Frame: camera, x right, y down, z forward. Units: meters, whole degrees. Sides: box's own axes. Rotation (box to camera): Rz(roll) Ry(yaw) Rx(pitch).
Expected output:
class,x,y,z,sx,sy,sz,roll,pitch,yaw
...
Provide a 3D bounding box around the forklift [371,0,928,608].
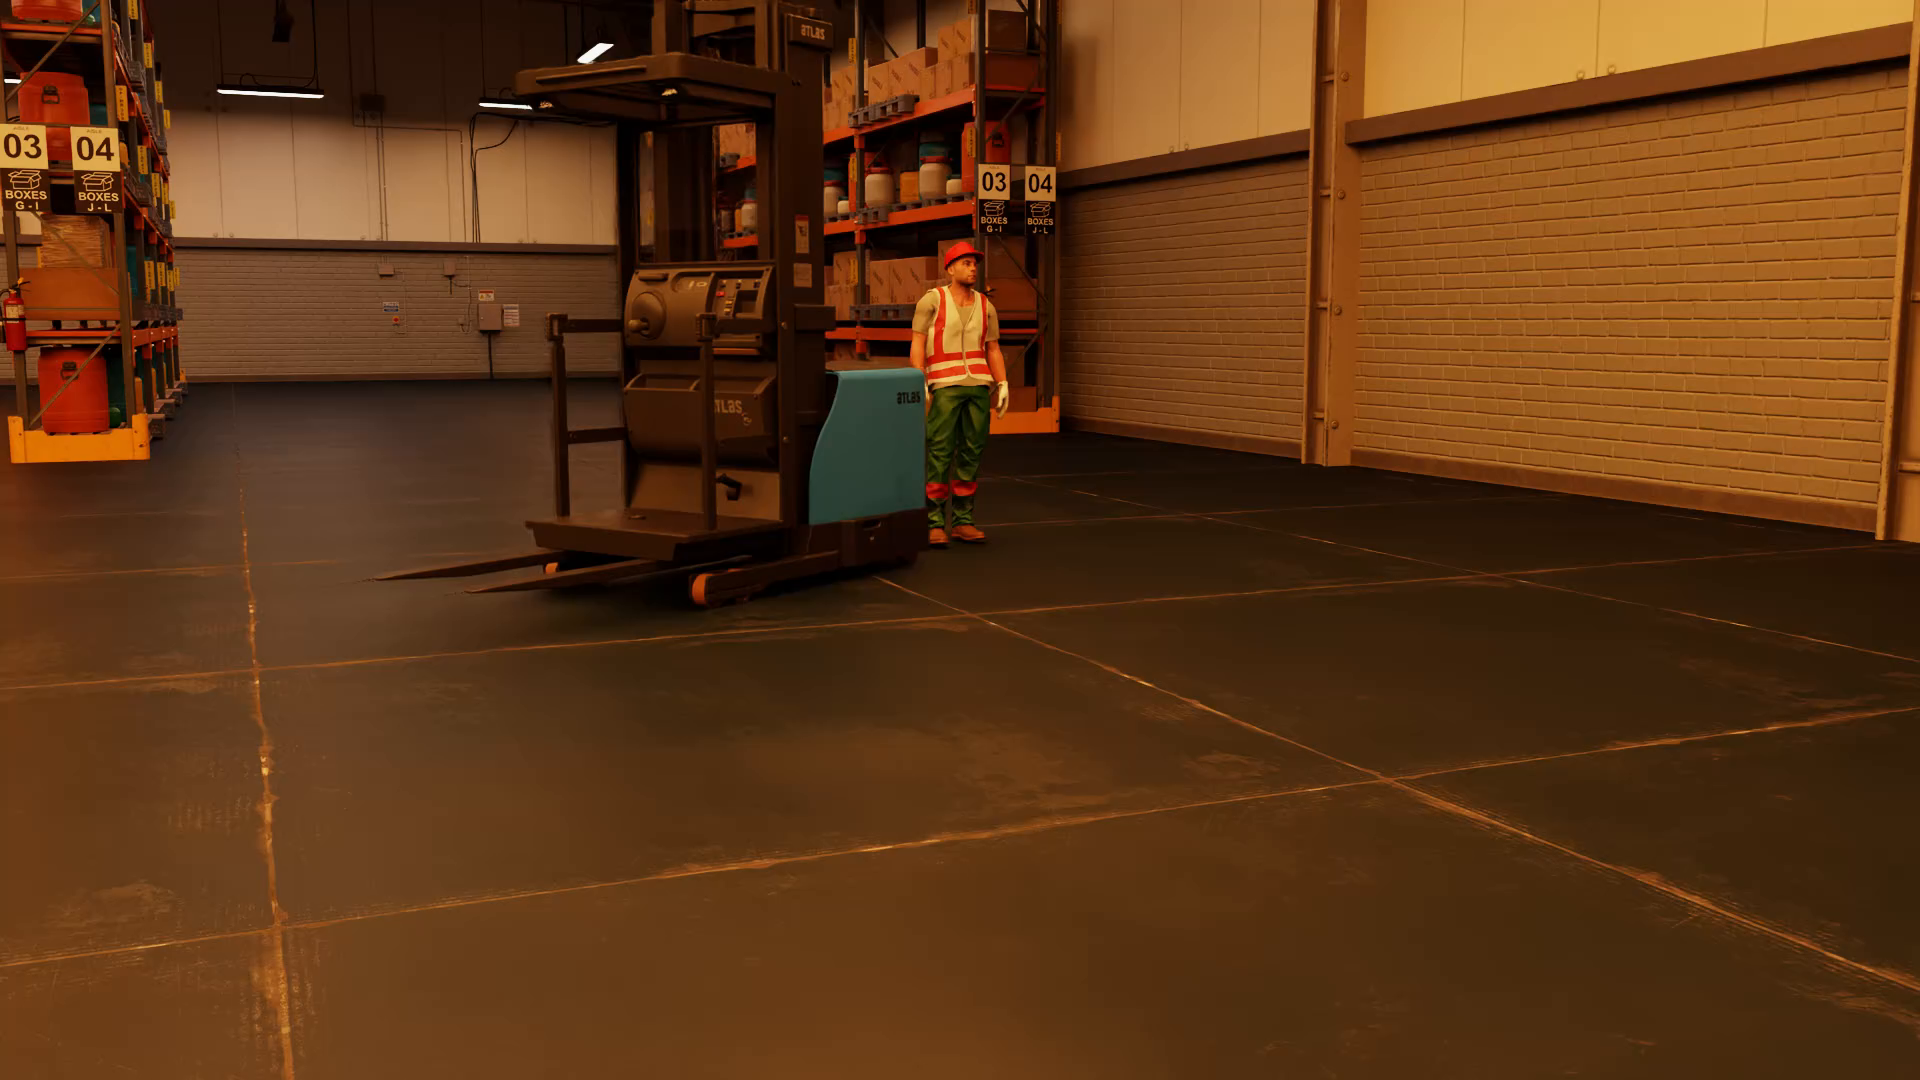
class,x,y,z,sx,sy,sz,roll,pitch,yaw
forklift,-1.422,-1.206,8.089,1.130,2.935,3.031,5,9,34

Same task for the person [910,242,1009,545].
class,x,y,z,sx,sy,sz,roll,pitch,yaw
person,0.021,-0.884,9.958,0.637,1.790,0.562,-3,8,-23
